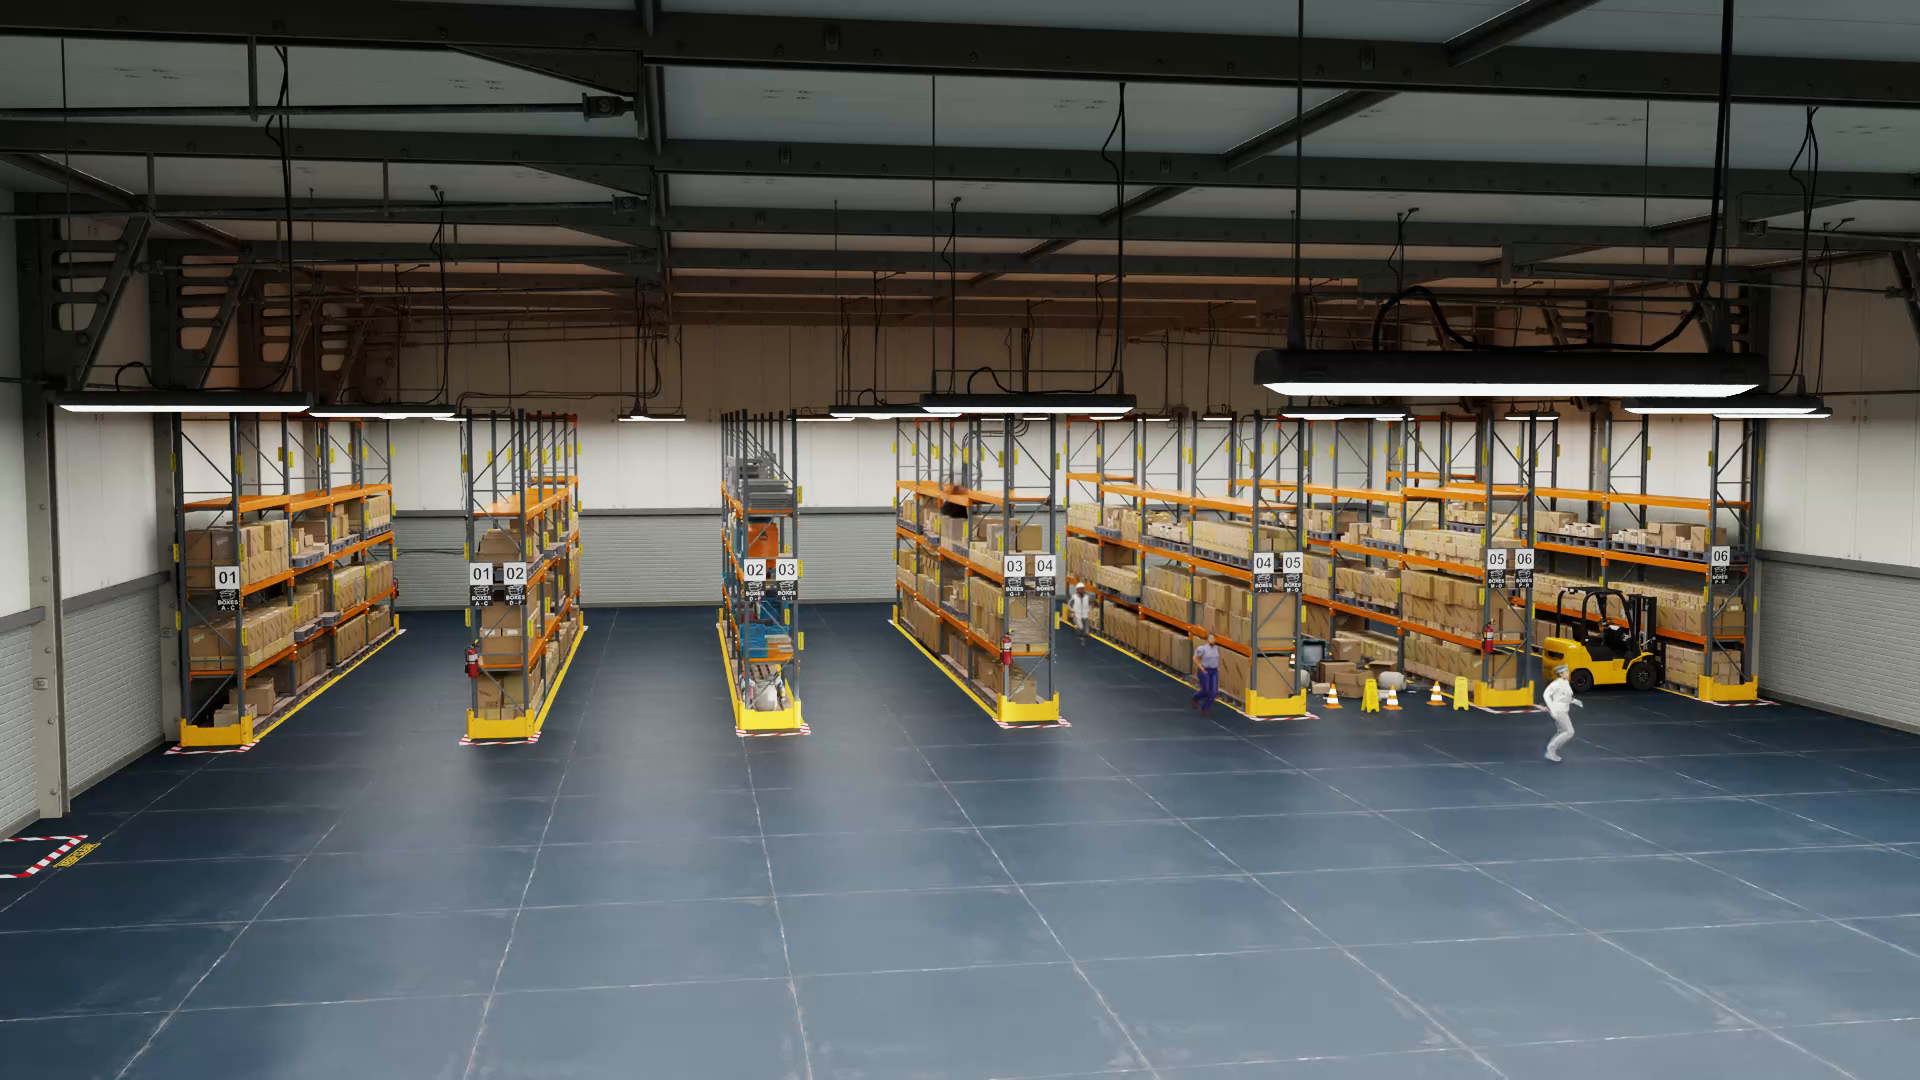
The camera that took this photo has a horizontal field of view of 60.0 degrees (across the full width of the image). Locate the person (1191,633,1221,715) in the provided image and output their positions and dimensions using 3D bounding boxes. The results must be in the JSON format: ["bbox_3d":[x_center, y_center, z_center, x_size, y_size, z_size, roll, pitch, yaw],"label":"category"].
[{"bbox_3d":[4.906,2.640,32.884,0.632,1.603,0.532,-2,4,-27],"label":"person"}]

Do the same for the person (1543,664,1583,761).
[{"bbox_3d":[10.229,2.921,28.186,0.570,1.666,0.624,3,5,36],"label":"person"}]

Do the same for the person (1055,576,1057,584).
[{"bbox_3d":[2.538,1.437,49.549,0.545,1.691,0.767,-2,4,-23],"label":"person"}]

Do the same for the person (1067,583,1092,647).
[{"bbox_3d":[3.016,1.906,41.830,0.617,1.654,0.734,-1,4,-8],"label":"person"}]
